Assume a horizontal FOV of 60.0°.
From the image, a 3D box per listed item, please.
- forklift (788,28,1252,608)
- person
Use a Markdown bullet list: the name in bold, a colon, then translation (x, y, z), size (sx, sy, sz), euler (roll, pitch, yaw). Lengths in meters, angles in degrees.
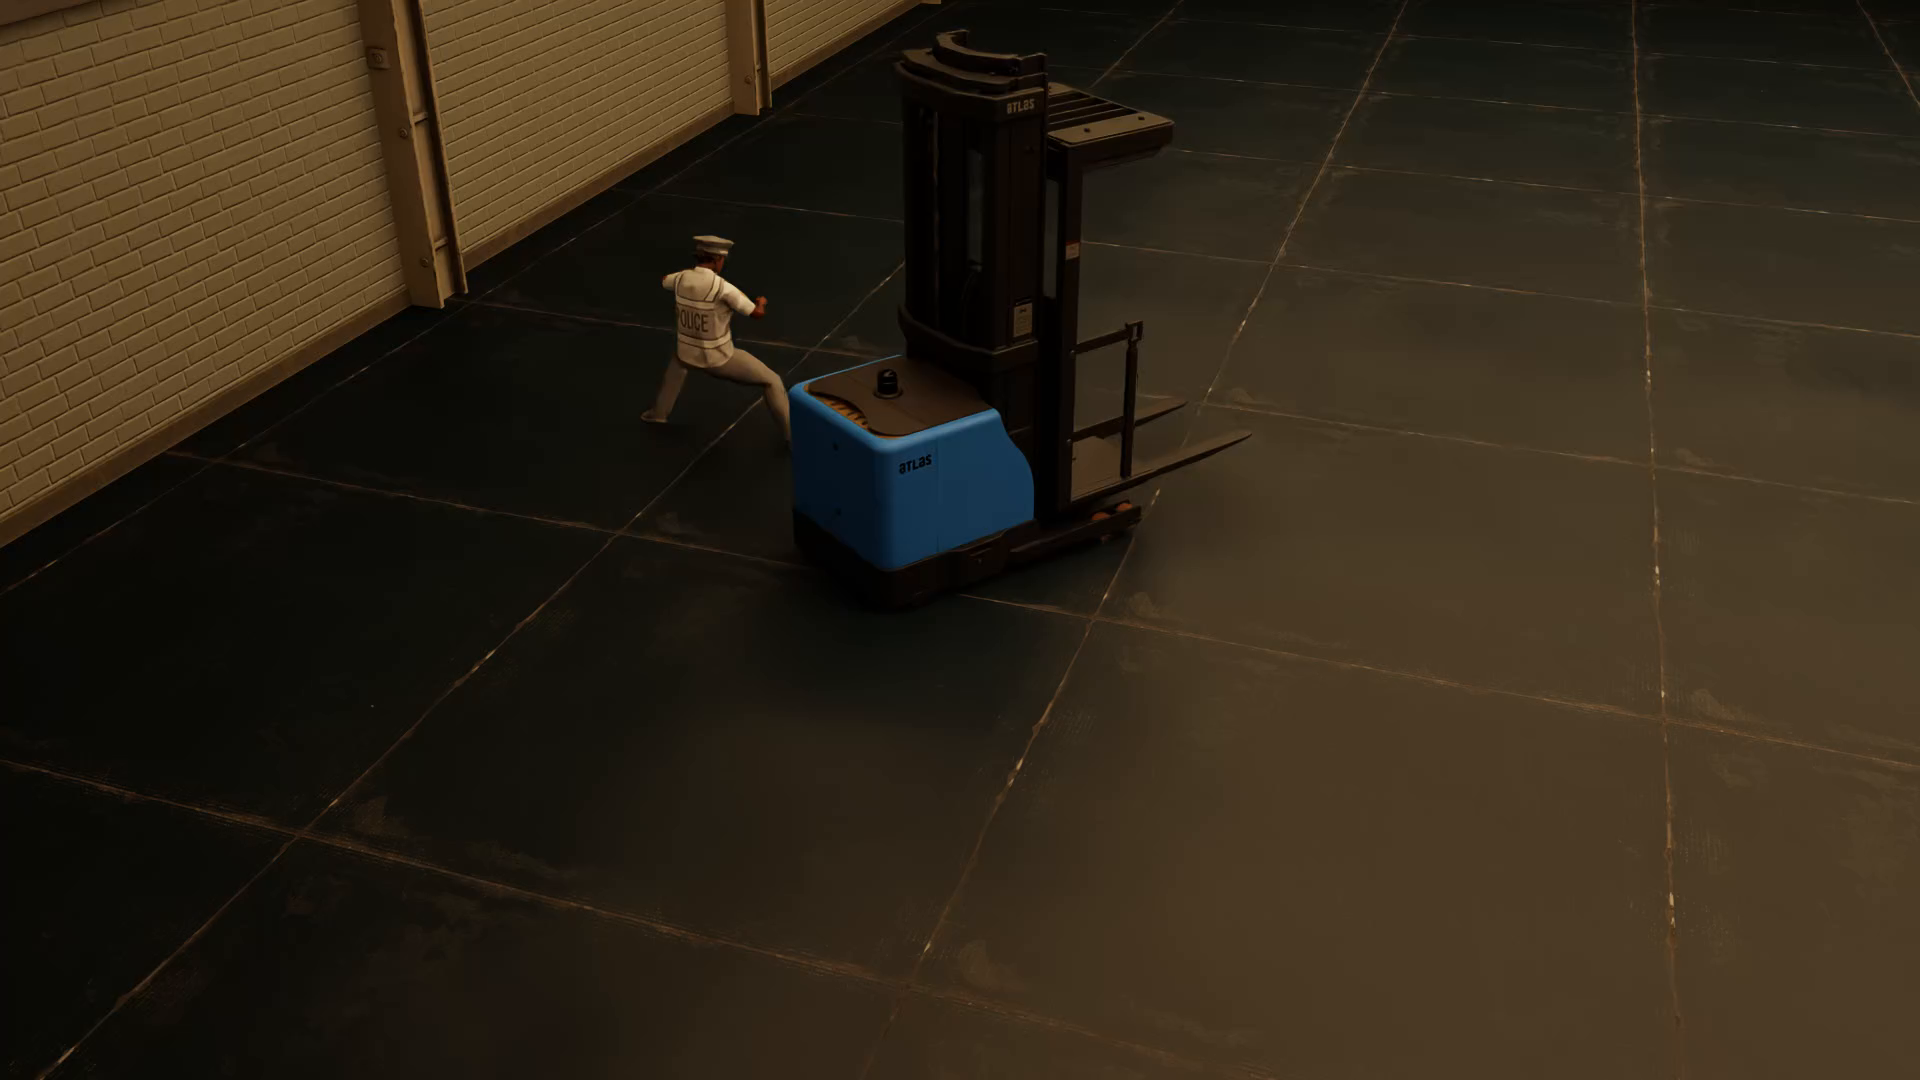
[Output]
- **forklift**: translation (0.493, -1.465, 9.706), size (3.031, 2.935, 1.130), euler (-20, 35, -31)
- **person**: translation (-1.603, -1.340, 11.008), size (1.176, 1.460, 0.649), euler (16, 33, 26)
